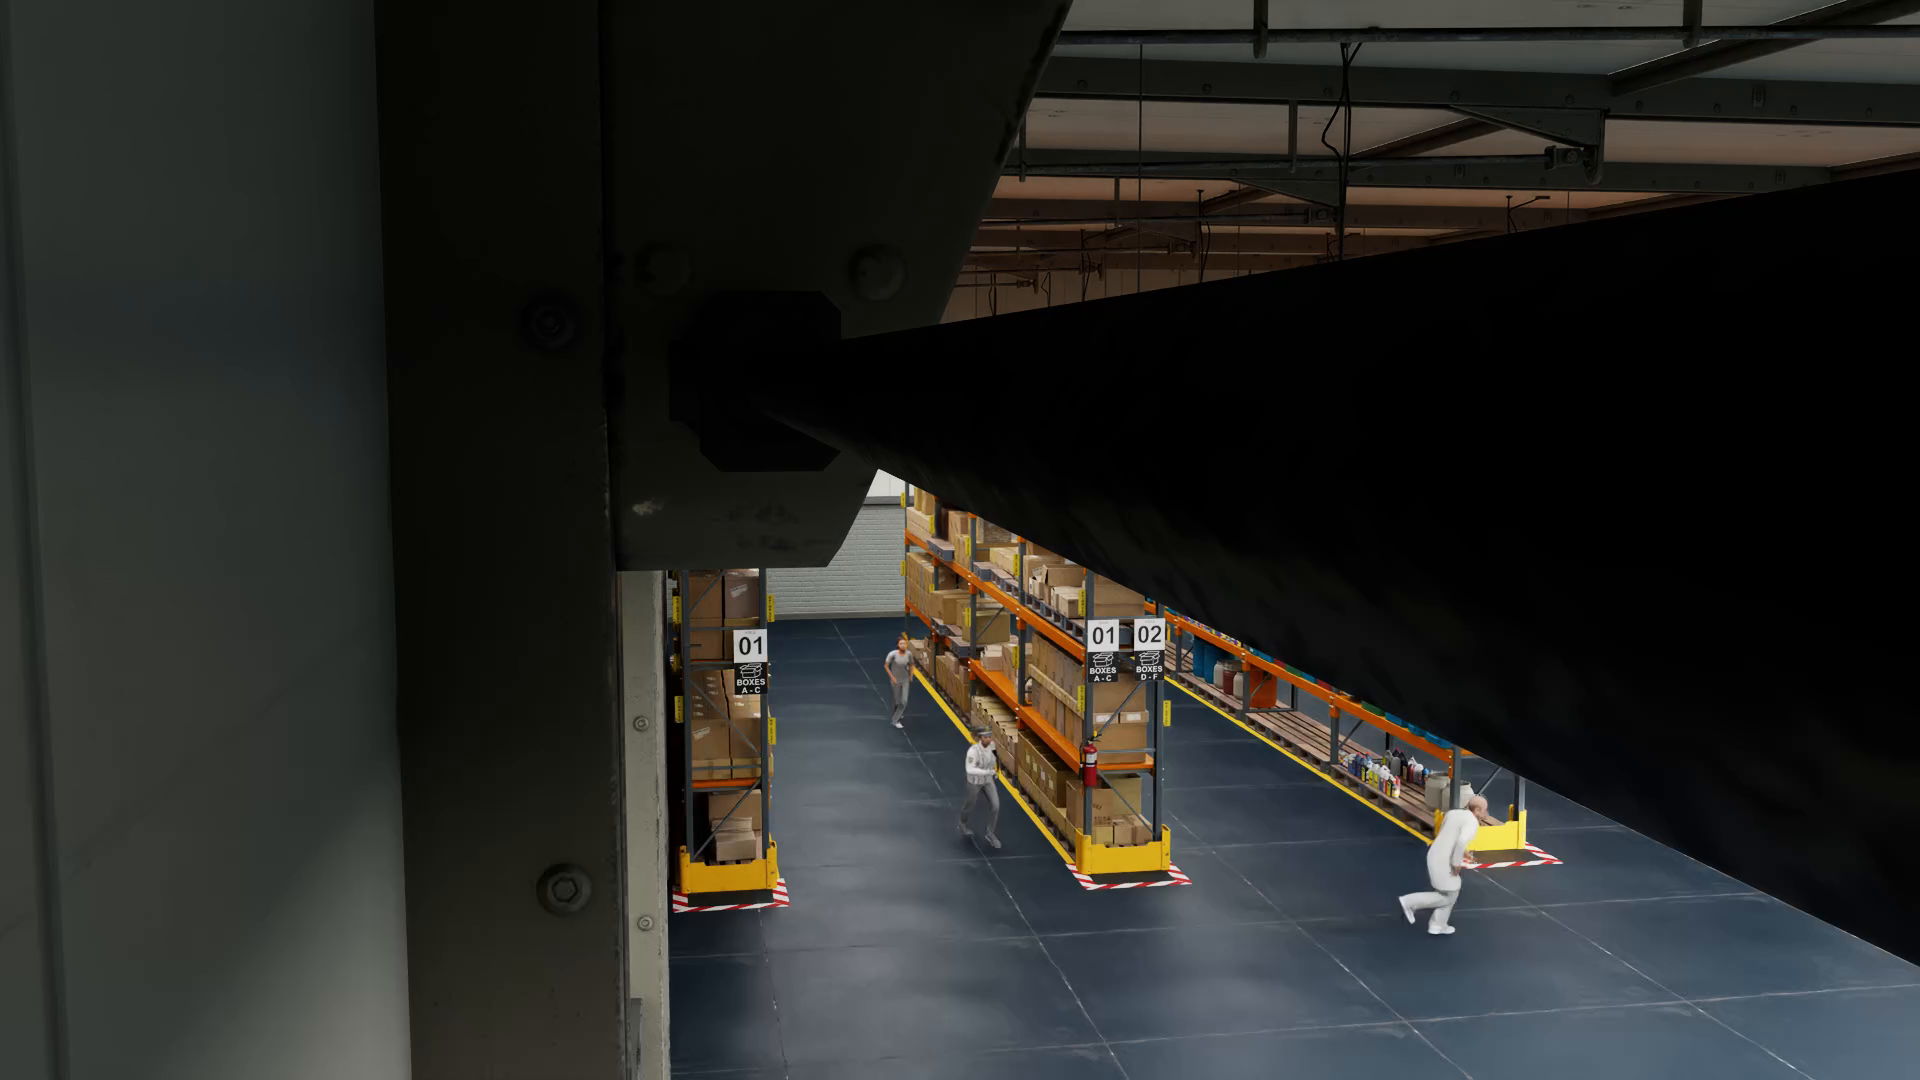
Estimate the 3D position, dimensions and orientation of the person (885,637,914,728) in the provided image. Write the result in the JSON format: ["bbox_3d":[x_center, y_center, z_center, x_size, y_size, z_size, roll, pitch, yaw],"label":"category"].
[{"bbox_3d":[-1.082,2.492,29.436,0.556,1.622,0.571,-2,6,-16],"label":"person"}]

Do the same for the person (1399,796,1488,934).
[{"bbox_3d":[5.390,3.639,18.529,0.975,1.580,0.728,0,6,-4],"label":"person"}]

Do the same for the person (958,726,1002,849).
[{"bbox_3d":[0.272,3.232,22.057,0.605,1.657,0.951,-3,7,-28],"label":"person"}]
